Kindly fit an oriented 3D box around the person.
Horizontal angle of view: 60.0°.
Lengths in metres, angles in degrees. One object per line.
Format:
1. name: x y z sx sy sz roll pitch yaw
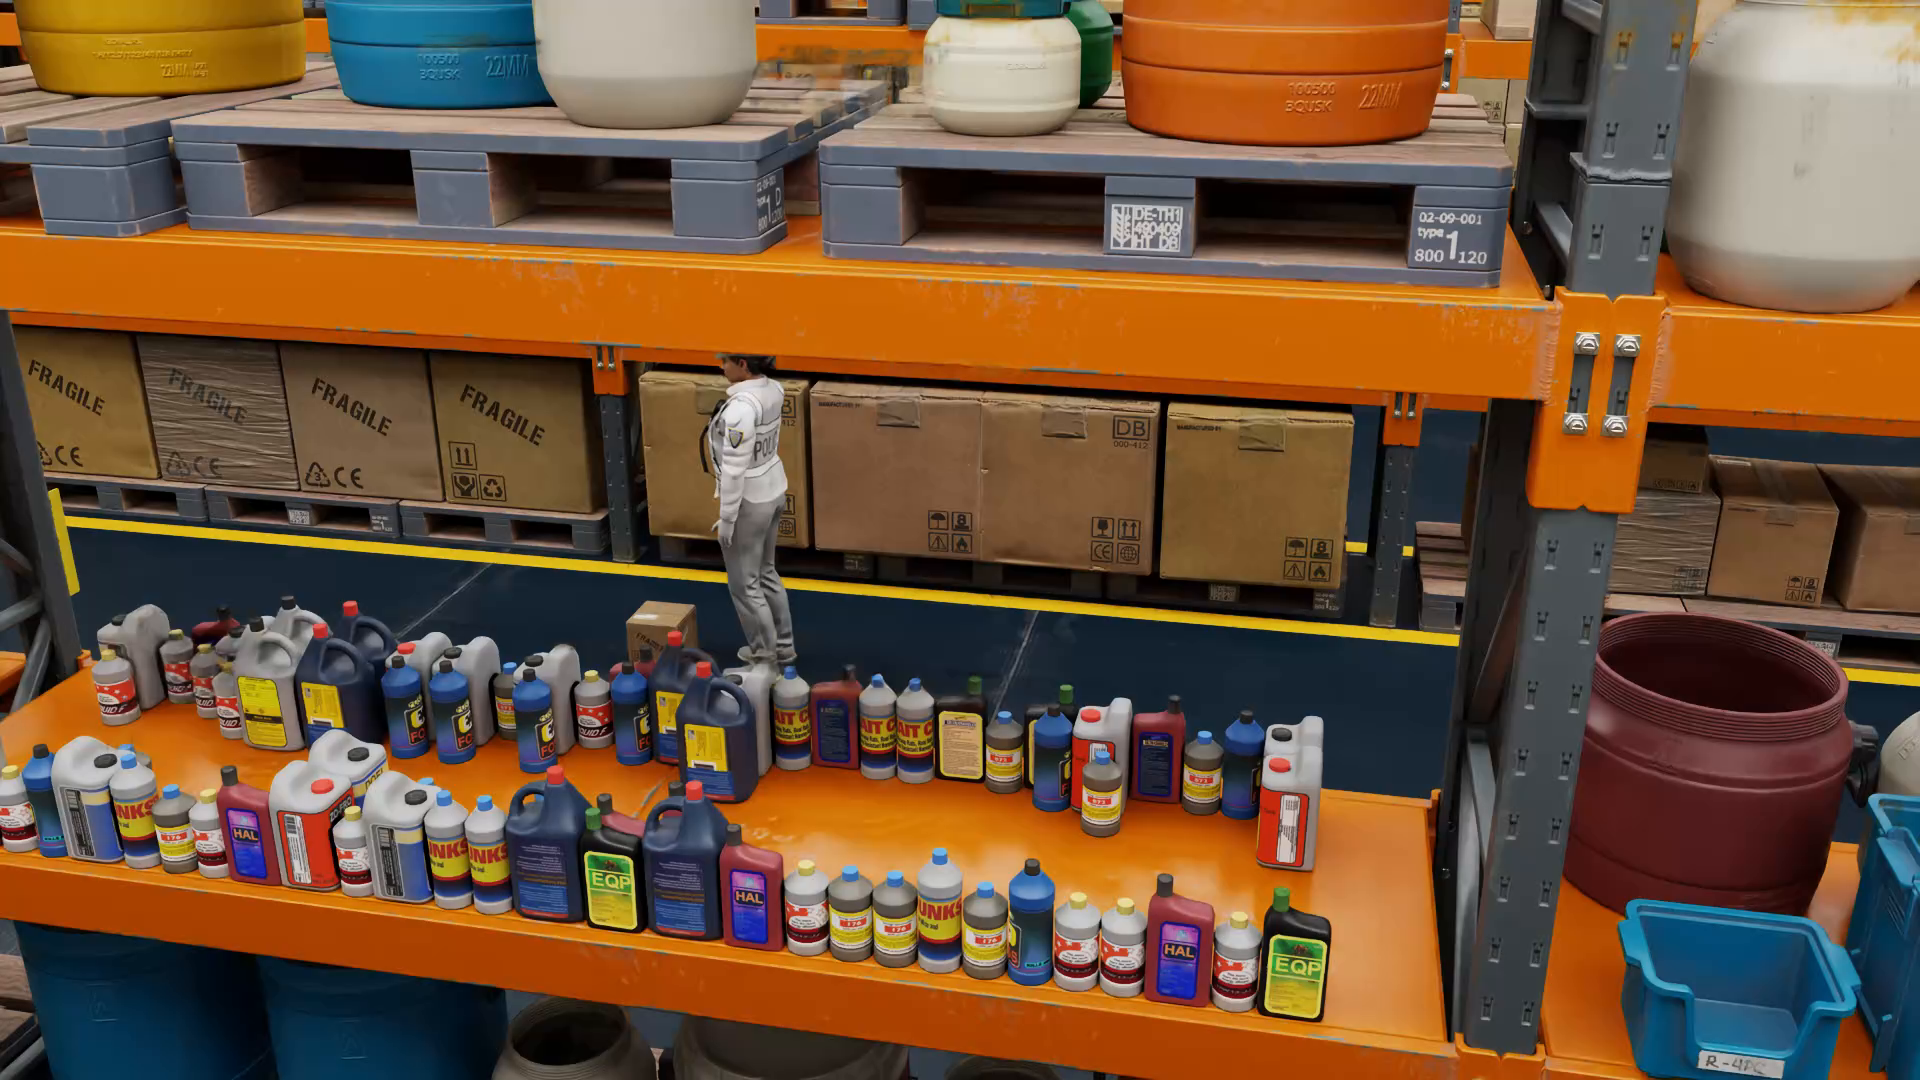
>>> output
1. person: -0.954 -0.149 7.470 0.328 1.665 0.469 5 22 13
